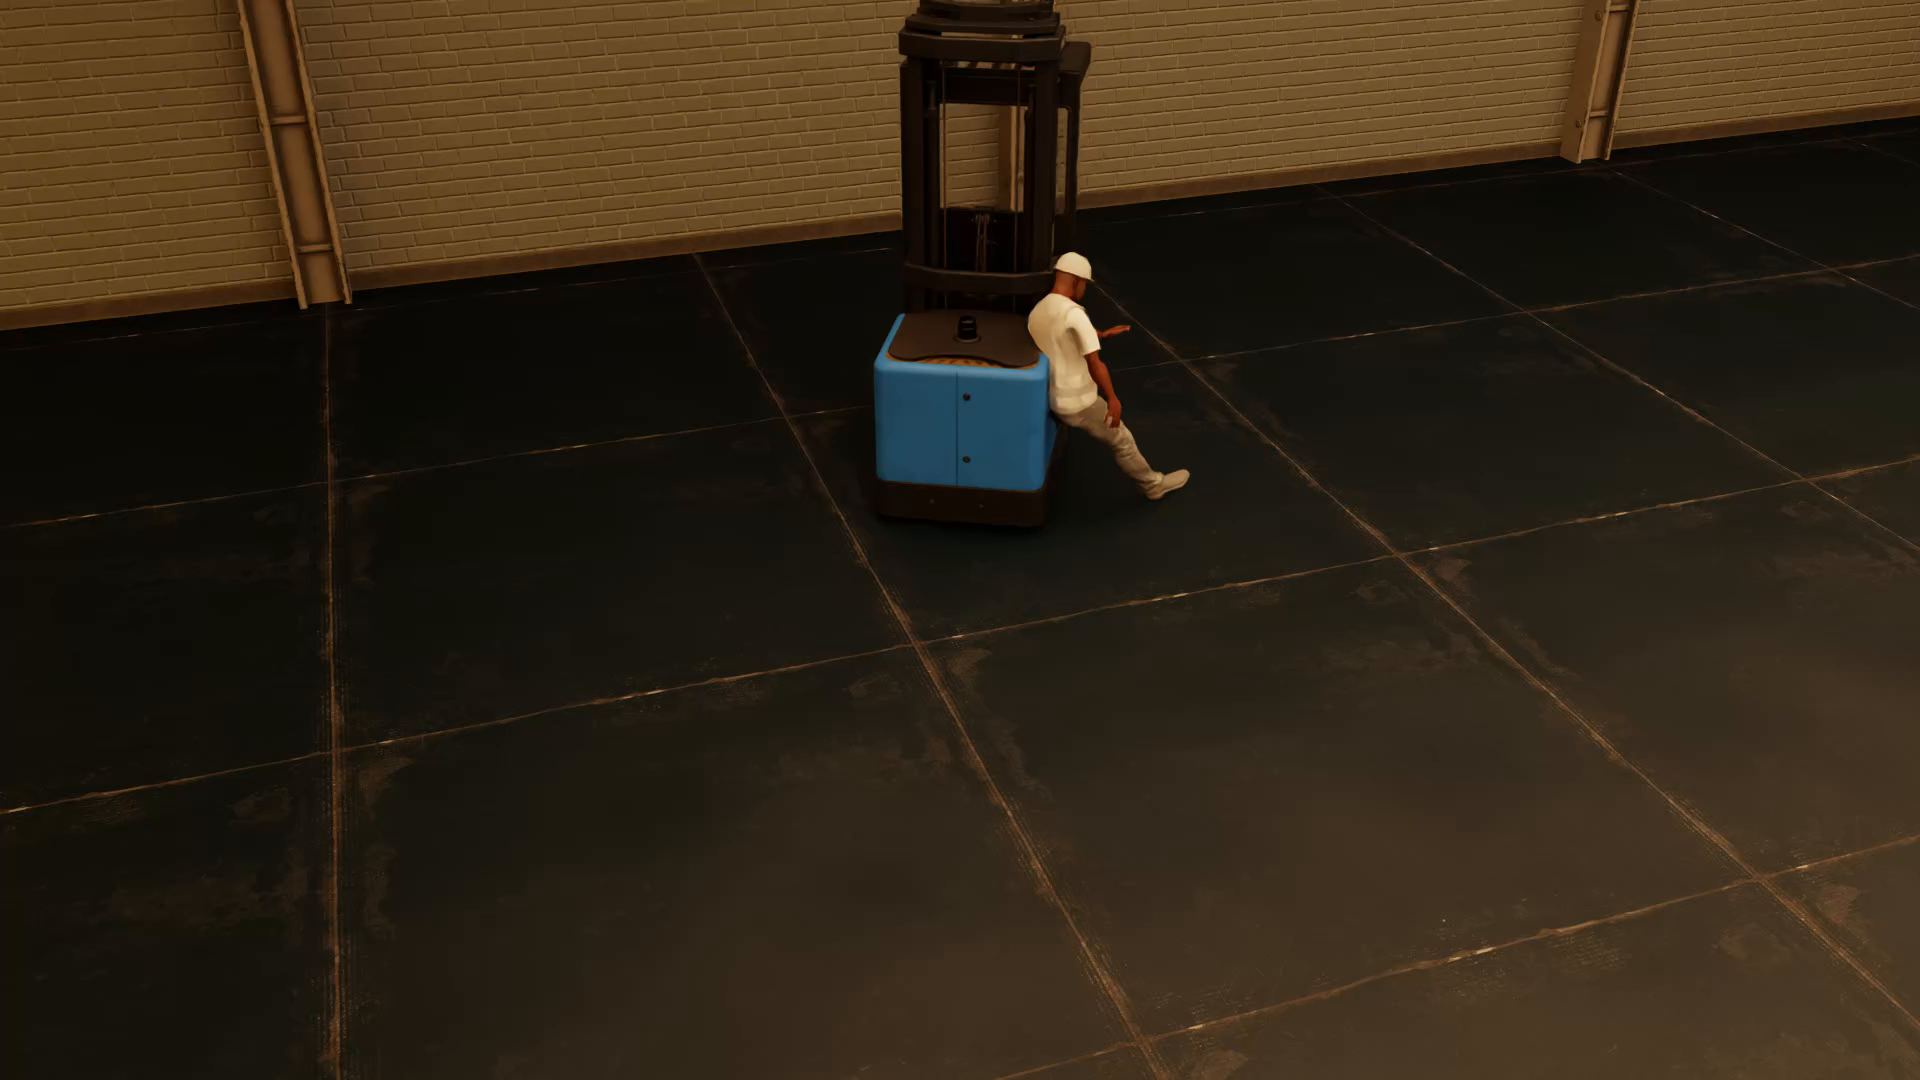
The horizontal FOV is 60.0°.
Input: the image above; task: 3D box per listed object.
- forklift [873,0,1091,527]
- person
[{"bbox_3d":[0.221,-2.064,10.674,1.130,2.935,3.031,5,30,8],"label":"forklift"},{"bbox_3d":[0.811,-1.002,10.152,1.038,1.552,1.005,-16,34,-26],"label":"person"}]
